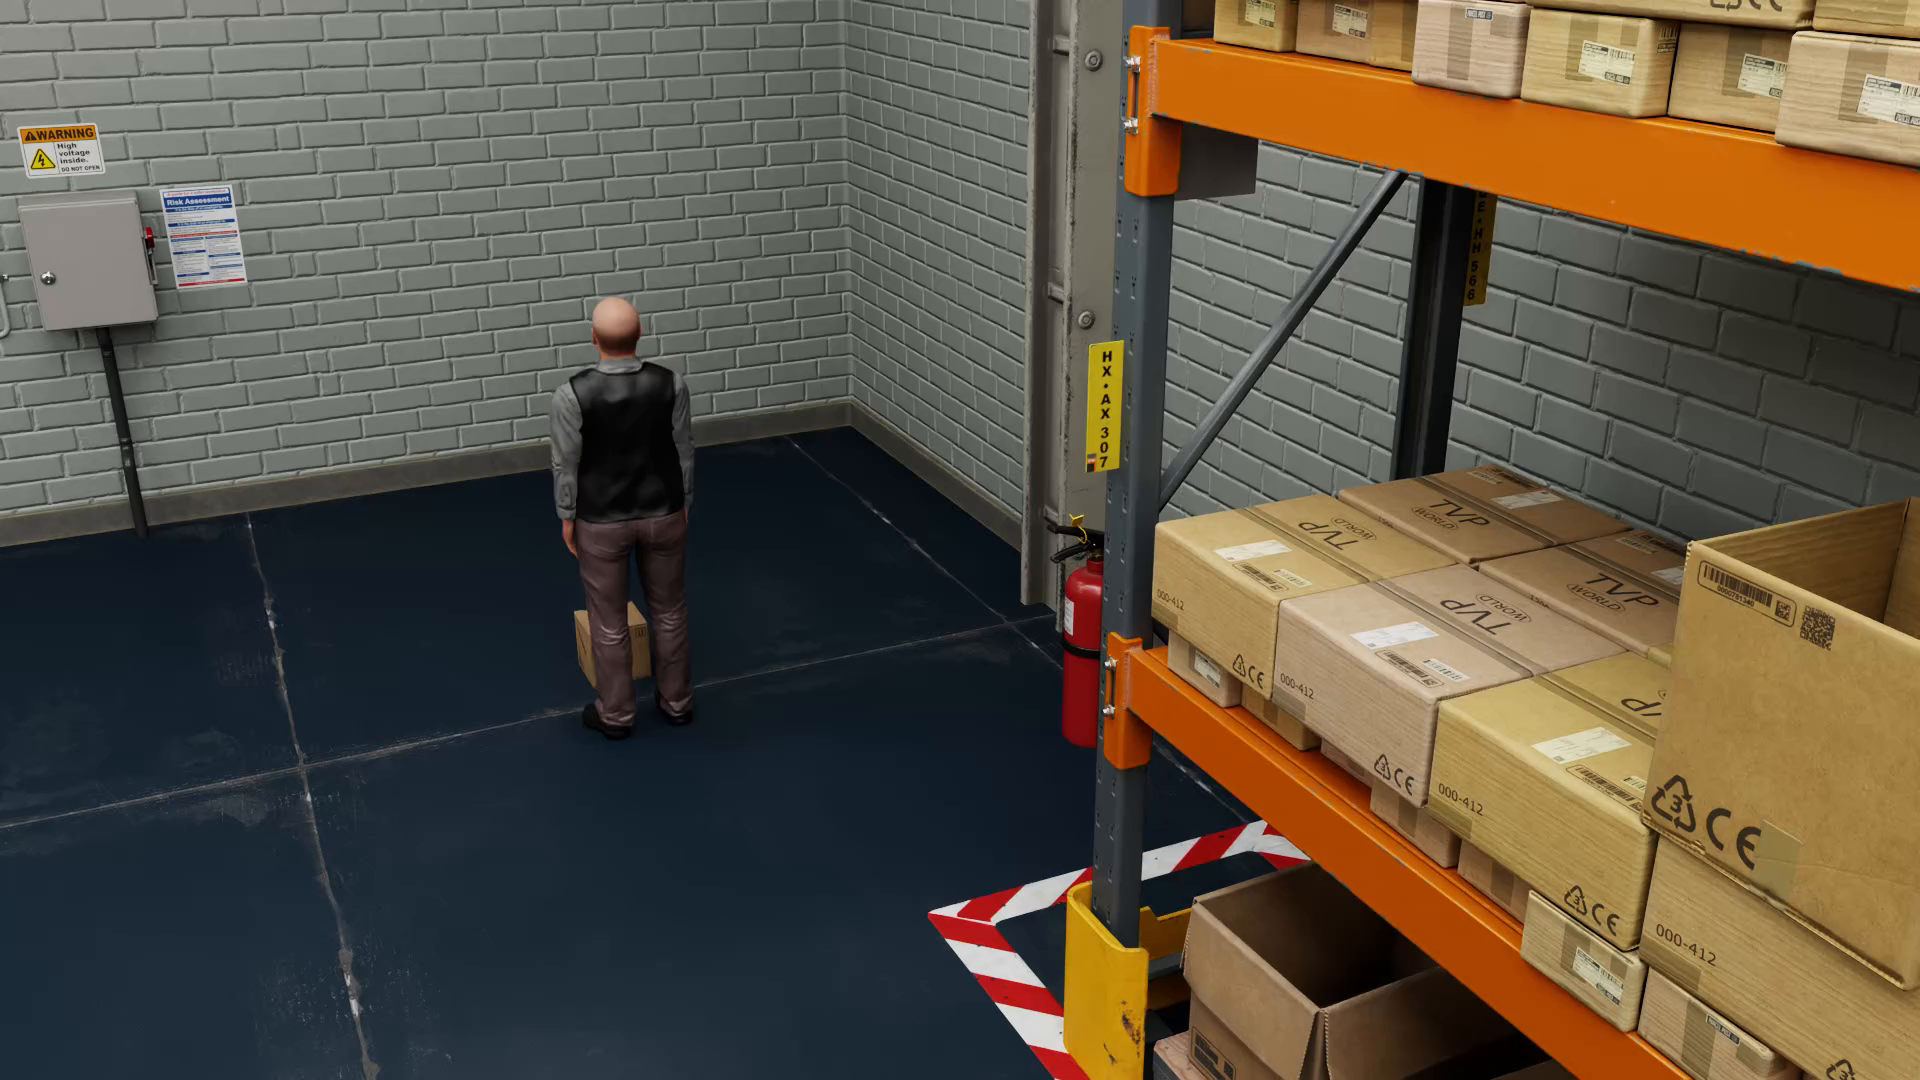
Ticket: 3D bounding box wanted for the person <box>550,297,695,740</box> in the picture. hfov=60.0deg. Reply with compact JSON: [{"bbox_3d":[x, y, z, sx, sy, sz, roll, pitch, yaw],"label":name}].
[{"bbox_3d":[-1.264,-0.078,6.318,0.537,1.729,0.357,-10,24,-22],"label":"person"}]
